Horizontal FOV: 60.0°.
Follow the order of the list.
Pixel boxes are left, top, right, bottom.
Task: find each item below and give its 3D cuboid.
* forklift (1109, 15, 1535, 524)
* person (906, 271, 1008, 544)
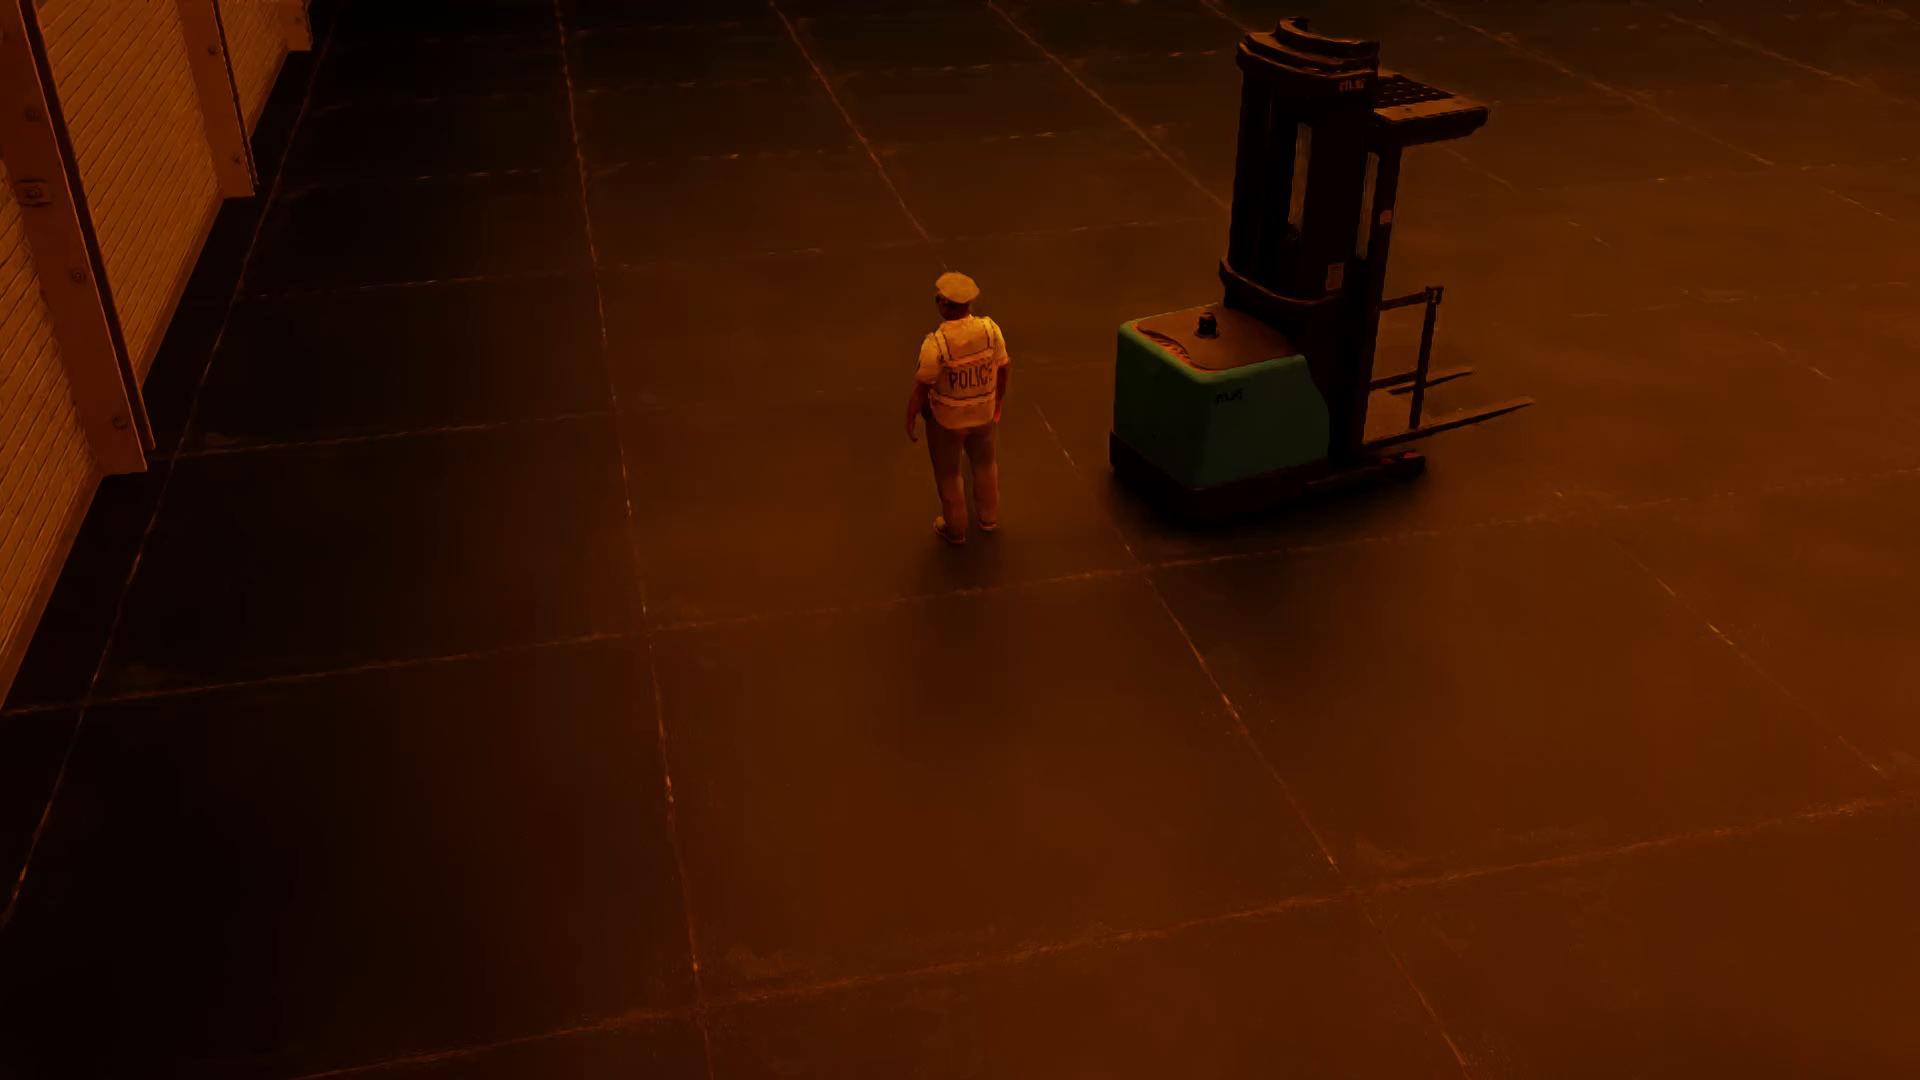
[{"bbox_3d":[2.564,-1.872,10.807,3.031,2.935,1.130,-14,33,-23],"label":"forklift"},{"bbox_3d":[-0.017,-0.804,10.116,0.696,1.780,0.491,-15,33,-24],"label":"person"}]
